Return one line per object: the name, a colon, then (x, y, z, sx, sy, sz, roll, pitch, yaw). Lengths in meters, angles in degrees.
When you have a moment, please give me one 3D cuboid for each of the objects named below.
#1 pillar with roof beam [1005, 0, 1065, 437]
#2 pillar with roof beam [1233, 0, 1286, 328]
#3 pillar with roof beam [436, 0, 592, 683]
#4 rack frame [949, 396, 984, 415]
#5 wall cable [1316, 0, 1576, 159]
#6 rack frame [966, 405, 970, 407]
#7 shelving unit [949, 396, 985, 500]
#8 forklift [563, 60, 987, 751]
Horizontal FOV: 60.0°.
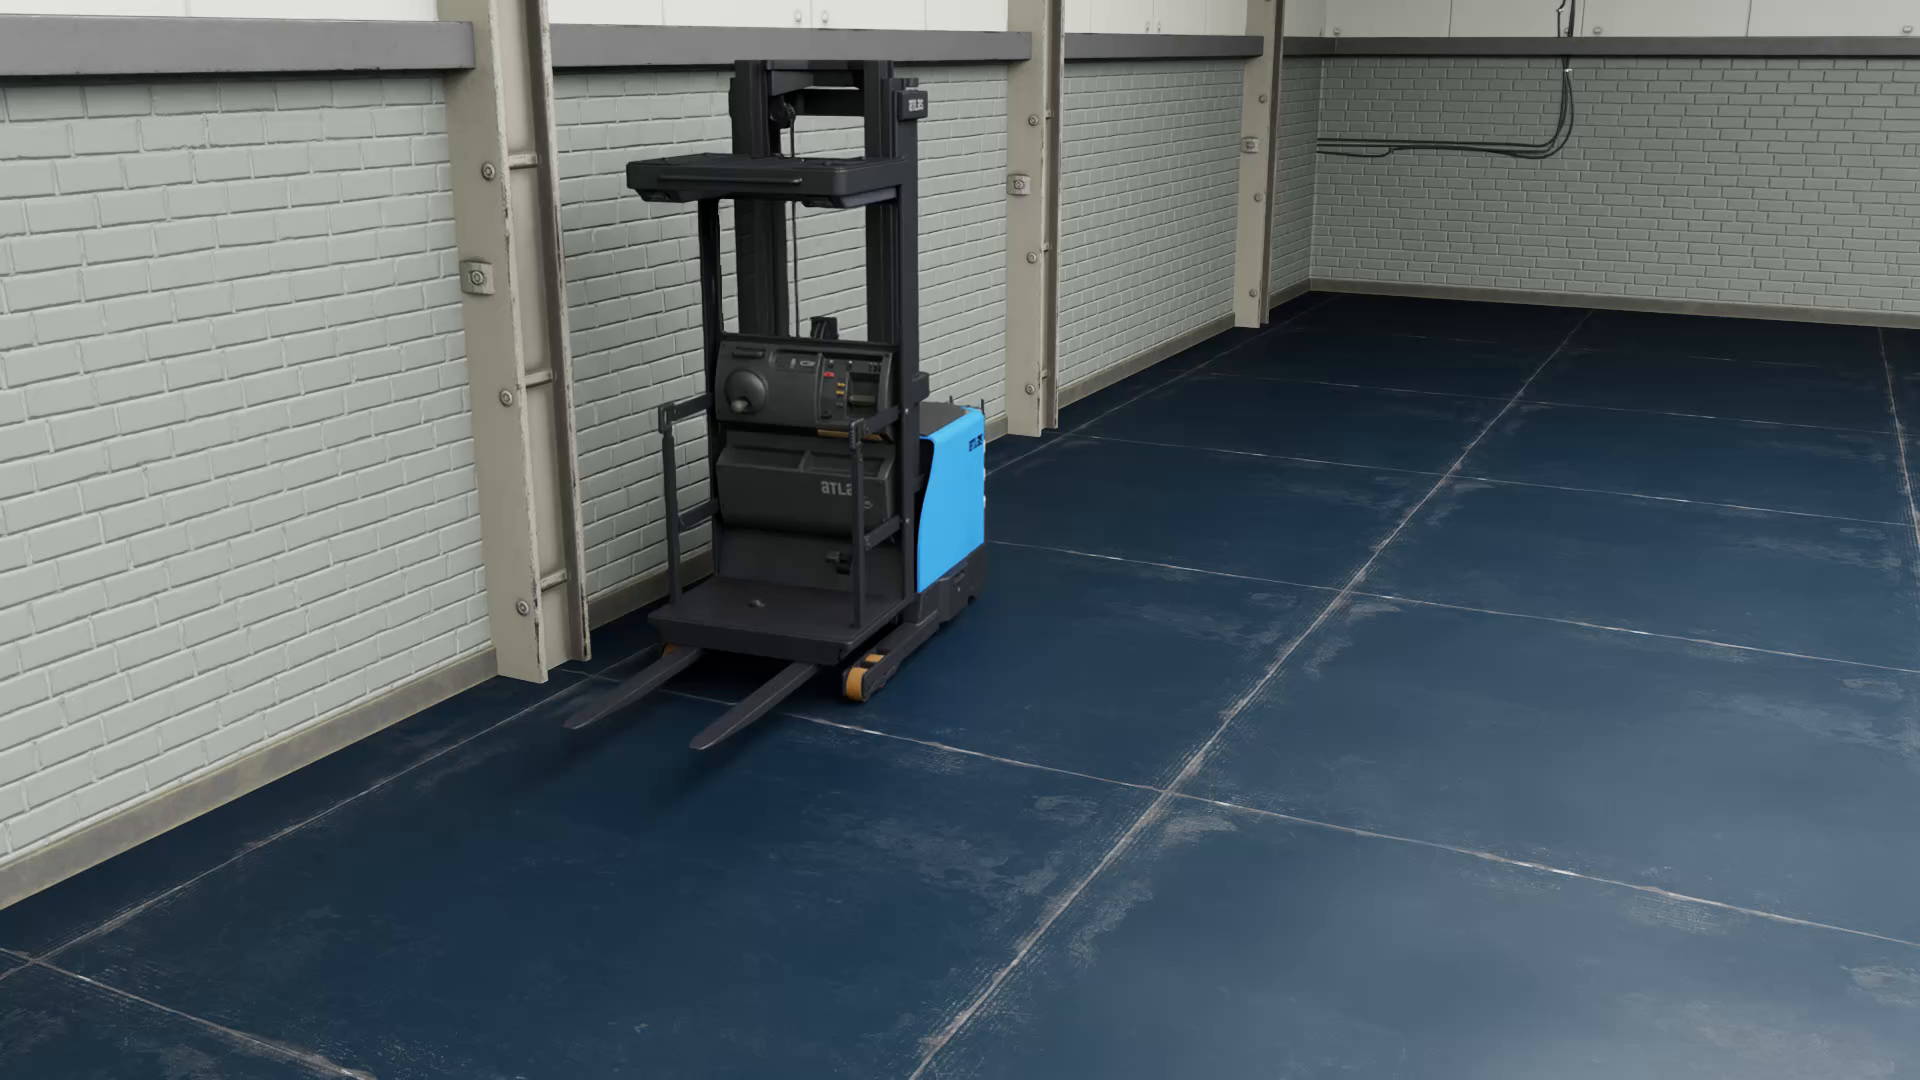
pillar with roof beam: (4.429, -4.660, 10.410, 9.100, 9.000, 0.400, 8, 18, 25)
pillar with roof beam: (7.111, -6.189, 15.555, 9.100, 9.000, 0.400, 8, 18, 25)
pillar with roof beam: (1.748, -3.132, 5.264, 9.100, 9.000, 0.400, 8, 18, 25)
rack frame: (0.042, -0.455, 10.476, 0.240, 0.900, 0.006, 8, 18, 25)
wall cable: (5.759, -5.830, 19.801, 3.097, 2.526, 0.112, 8, 18, 25)
rack frame: (-0.049, -0.403, 10.302, 0.240, 0.900, 0.006, 8, 18, 25)
shelving unit: (-0.004, -0.429, 10.389, 0.258, 0.900, 0.210, 8, 18, 25)
forklift: (-0.844, -0.766, 7.956, 1.130, 2.935, 3.031, 6, 18, 20)
